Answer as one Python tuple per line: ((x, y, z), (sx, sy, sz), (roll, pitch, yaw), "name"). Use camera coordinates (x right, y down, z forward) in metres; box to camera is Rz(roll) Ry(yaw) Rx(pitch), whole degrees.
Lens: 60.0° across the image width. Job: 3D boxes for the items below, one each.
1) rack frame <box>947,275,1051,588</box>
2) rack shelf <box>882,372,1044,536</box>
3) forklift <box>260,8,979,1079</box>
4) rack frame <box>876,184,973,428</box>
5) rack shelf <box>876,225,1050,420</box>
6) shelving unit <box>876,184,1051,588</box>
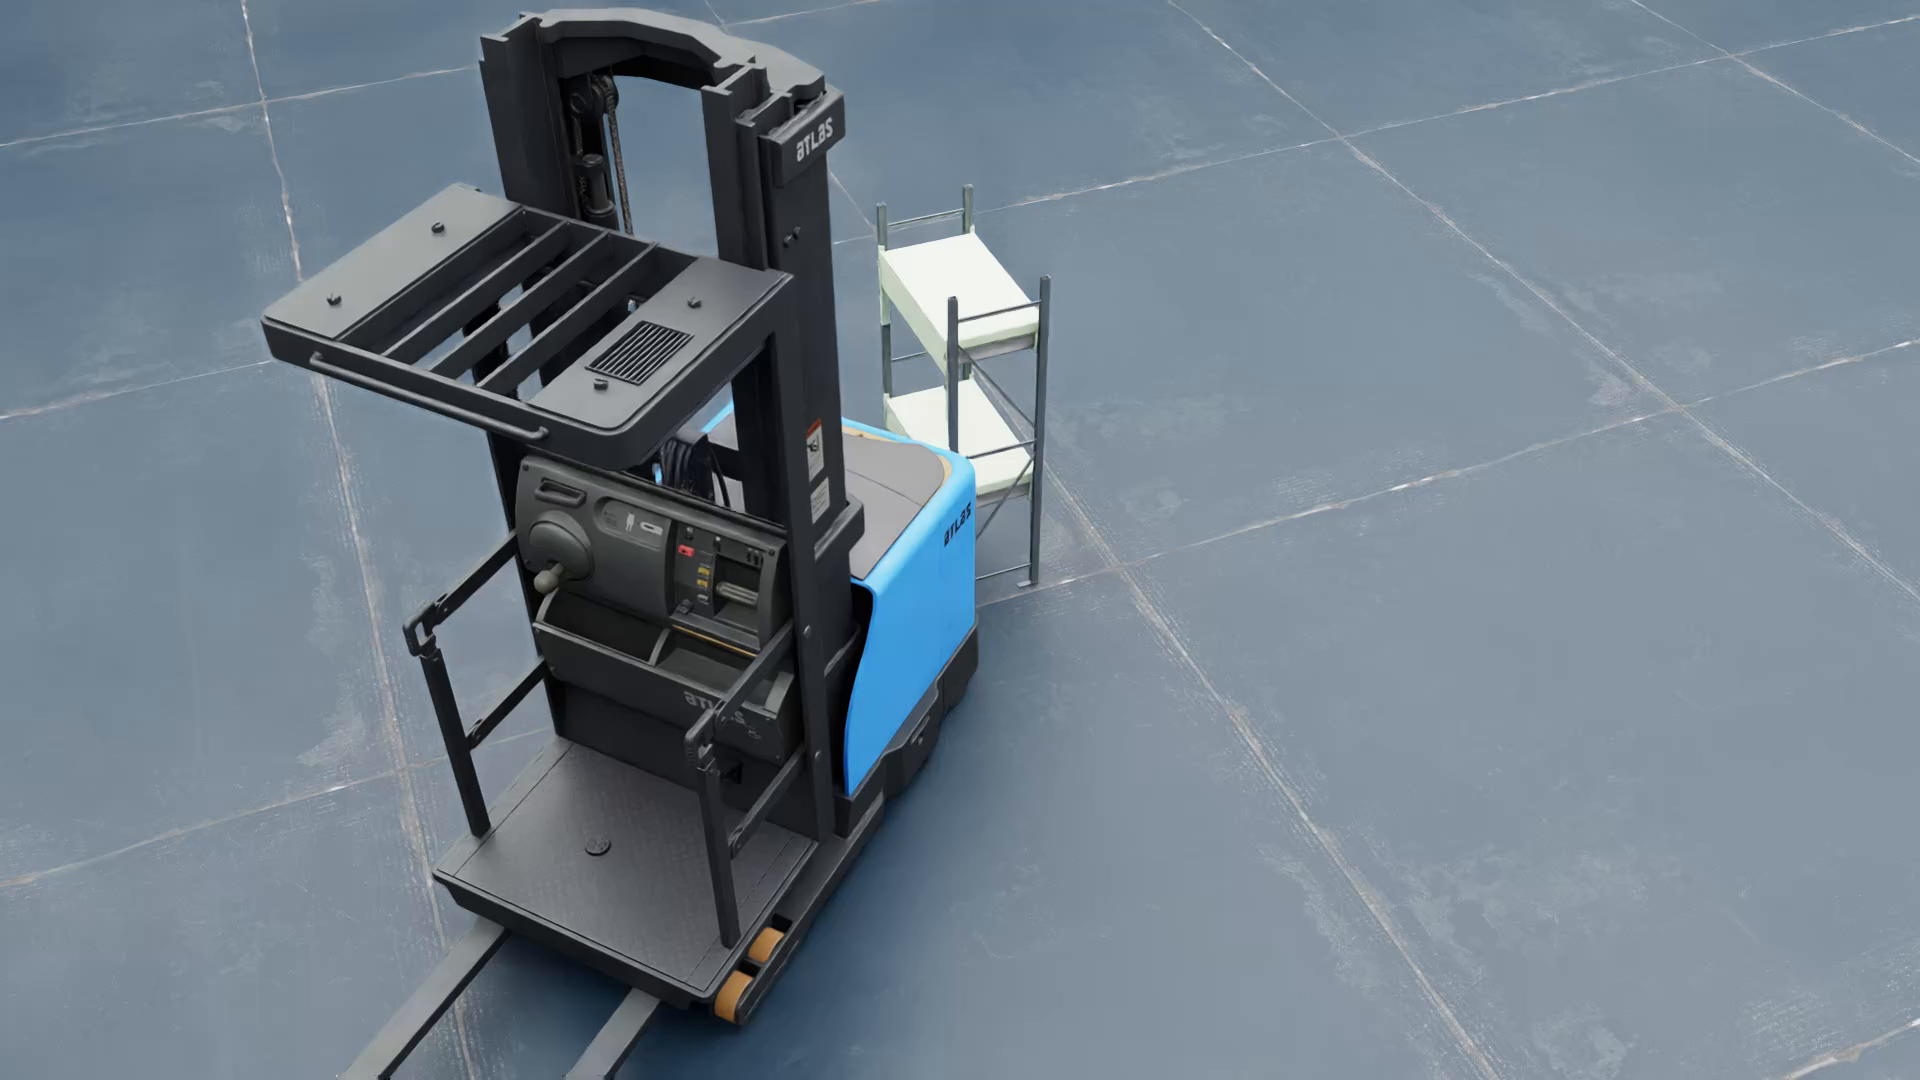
((0.143, -0.344, 6.500), (0.400, 1.500, 0.023), (-15, 43, -17), "rack frame")
((0.003, -0.317, 6.969), (0.431, 0.370, 0.720), (-15, 43, -17), "rack shelf")
((-1.042, 0.126, 4.856), (1.130, 2.935, 3.031), (18, 44, 20), "forklift")
((-0.137, -0.785, 7.013), (0.400, 1.500, 0.023), (-15, 43, -17), "rack frame")
((0.003, -0.861, 6.502), (0.431, 0.370, 0.720), (-15, 43, -17), "rack shelf")
((0.003, -0.565, 6.756), (0.431, 1.500, 0.755), (-15, 43, -17), "shelving unit")
